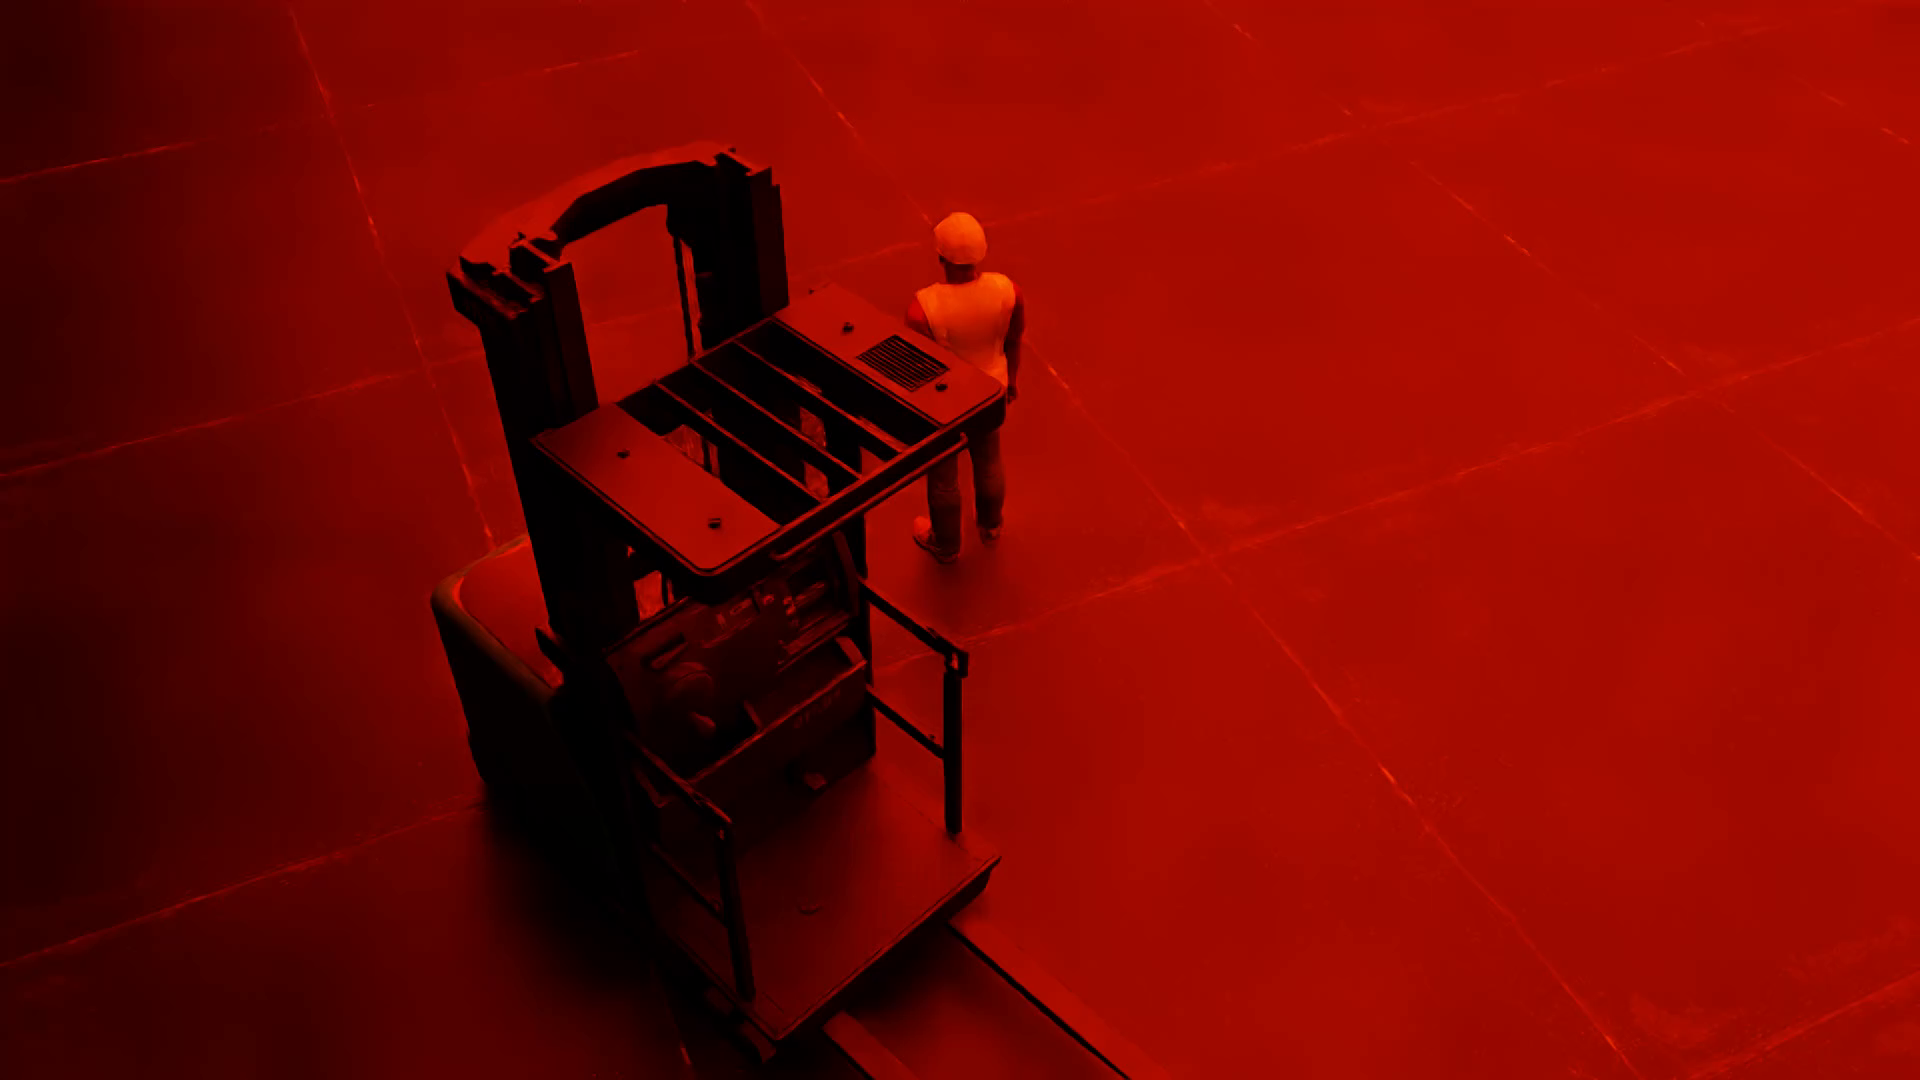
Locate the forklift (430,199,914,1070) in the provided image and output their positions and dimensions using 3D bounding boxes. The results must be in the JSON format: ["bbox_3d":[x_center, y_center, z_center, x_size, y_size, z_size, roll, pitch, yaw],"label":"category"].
[{"bbox_3d":[-0.947,0.135,5.600,1.129,2.843,1.939,-34,53,-31],"label":"forklift"}]

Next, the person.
[{"bbox_3d":[-0.007,-0.654,7.234,0.559,1.771,0.366,-18,46,-18],"label":"person"}]
